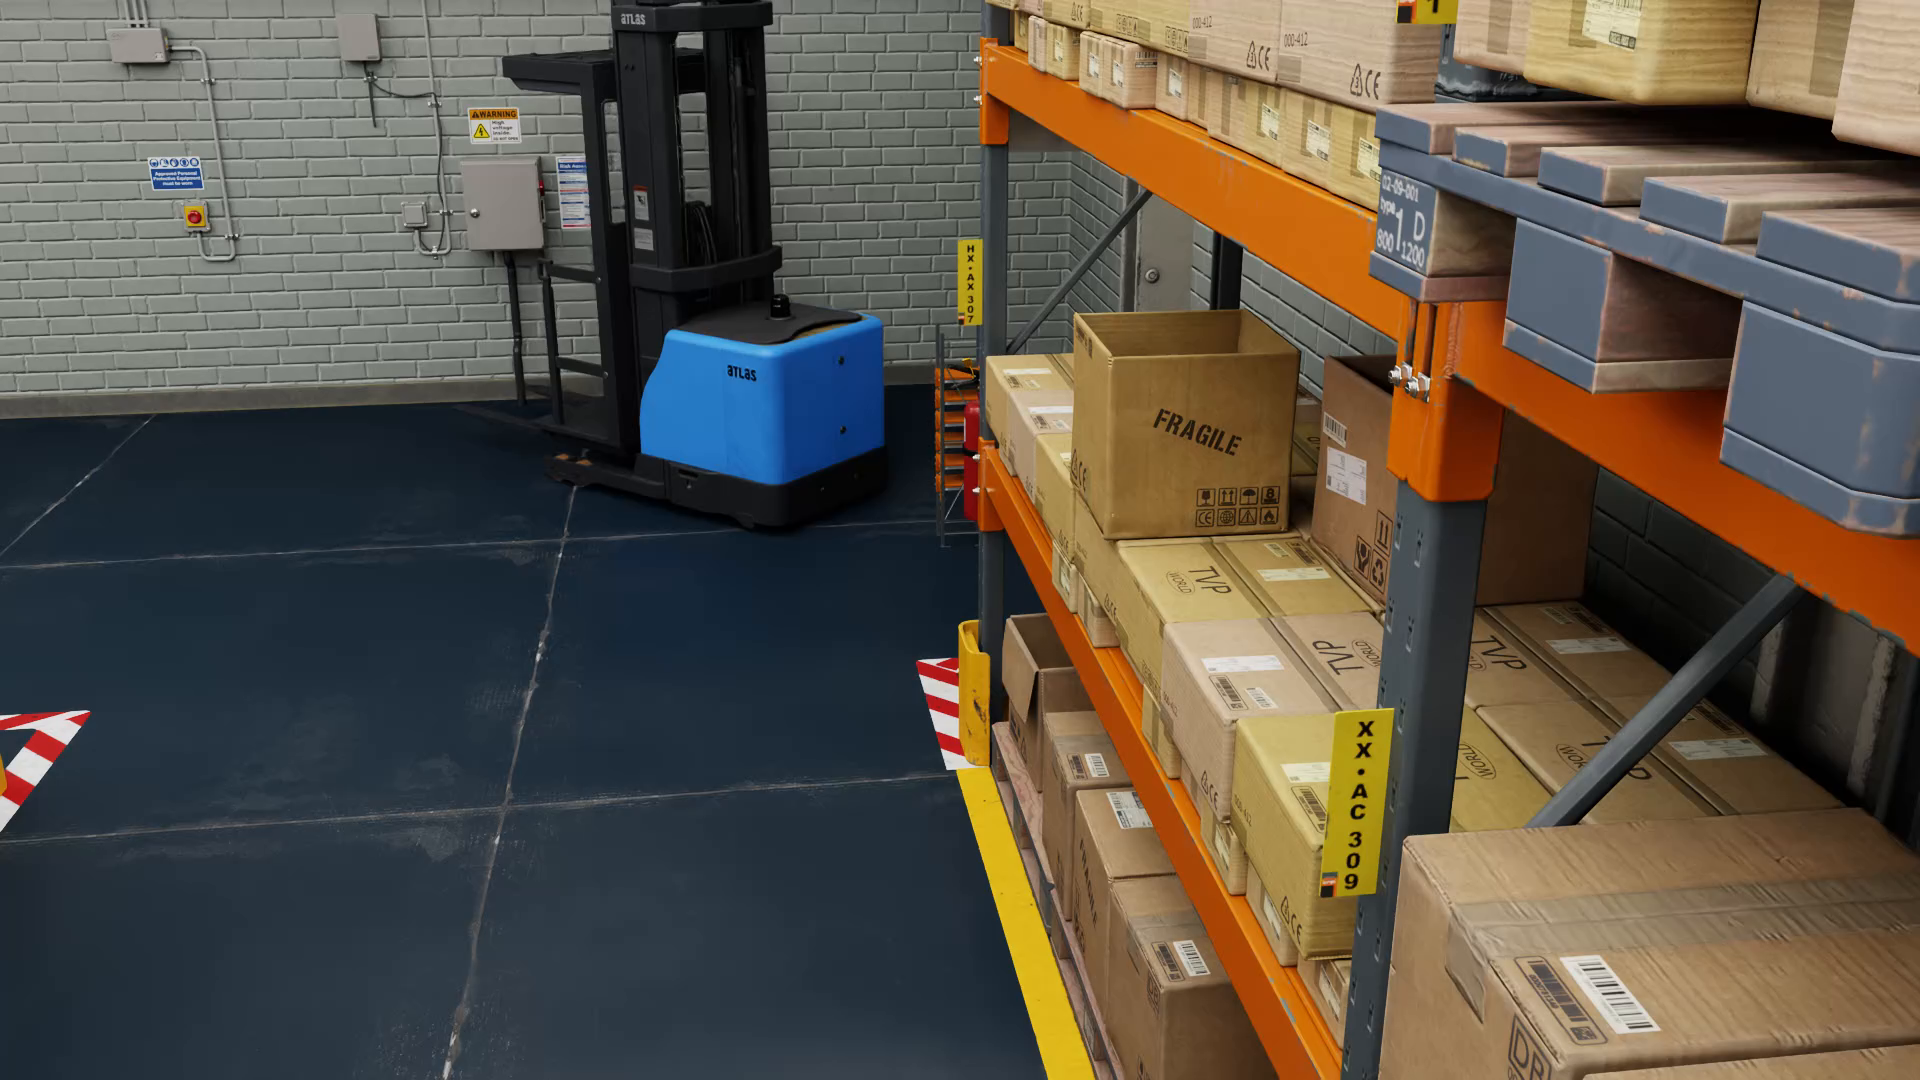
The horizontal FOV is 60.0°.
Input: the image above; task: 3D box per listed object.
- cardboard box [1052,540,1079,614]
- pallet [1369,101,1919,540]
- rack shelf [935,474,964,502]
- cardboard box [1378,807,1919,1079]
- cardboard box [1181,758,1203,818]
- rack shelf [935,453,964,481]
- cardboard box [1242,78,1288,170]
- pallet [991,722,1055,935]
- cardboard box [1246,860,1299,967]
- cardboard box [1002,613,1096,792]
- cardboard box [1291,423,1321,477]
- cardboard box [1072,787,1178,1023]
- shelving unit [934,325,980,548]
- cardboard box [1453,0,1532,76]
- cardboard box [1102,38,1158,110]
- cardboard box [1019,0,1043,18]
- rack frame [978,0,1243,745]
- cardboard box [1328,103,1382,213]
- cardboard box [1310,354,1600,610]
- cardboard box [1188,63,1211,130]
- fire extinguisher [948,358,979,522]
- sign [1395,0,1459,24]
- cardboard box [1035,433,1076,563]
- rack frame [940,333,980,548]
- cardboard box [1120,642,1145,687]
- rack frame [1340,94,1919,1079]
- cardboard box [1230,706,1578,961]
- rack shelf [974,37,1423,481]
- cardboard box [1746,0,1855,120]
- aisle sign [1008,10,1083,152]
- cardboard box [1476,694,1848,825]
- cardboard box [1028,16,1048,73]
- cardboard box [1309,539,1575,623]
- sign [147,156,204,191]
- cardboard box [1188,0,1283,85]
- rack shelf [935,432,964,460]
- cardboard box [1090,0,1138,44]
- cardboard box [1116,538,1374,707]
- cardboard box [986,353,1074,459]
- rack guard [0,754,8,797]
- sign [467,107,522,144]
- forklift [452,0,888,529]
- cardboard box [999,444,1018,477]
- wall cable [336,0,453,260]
[{"bbox_3d":[0.491,0.097,5.030,0.380,0.149,0.250,-4,21,-9],"label":"cardboard box"},{"bbox_3d":[1.180,-0.300,1.714,1.213,0.211,1.003,-3,21,-8],"label":"pallet"},{"bbox_3d":[0.002,-0.291,9.092,0.258,0.103,0.180,-3,21,-8],"label":"rack shelf"},{"bbox_3d":[1.004,0.723,2.251,0.700,0.500,0.500,-2,21,-6],"label":"cardboard box"},{"bbox_3d":[0.728,0.538,3.849,0.380,0.149,0.250,-2,21,-6],"label":"cardboard box"},{"bbox_3d":[0.002,-0.403,9.050,0.258,0.103,0.180,-3,21,-8],"label":"rack shelf"},{"bbox_3d":[0.749,-0.788,3.110,0.380,0.149,0.250,-2,21,-6],"label":"cardboard box"},{"bbox_3d":[0.706,1.011,6.207,1.003,0.211,1.213,-3,21,-8],"label":"pallet"},{"bbox_3d":[0.801,0.719,3.364,0.380,0.149,0.250,-2,21,-6],"label":"cardboard box"},{"bbox_3d":[0.573,0.592,6.312,0.797,0.503,0.637,-4,21,-10],"label":"cardboard box"},{"bbox_3d":[1.048,-0.170,5.174,0.500,0.250,0.500,-2,21,-6],"label":"cardboard box"},{"bbox_3d":[0.635,1.079,5.011,0.500,0.500,0.500,-3,21,-7],"label":"cardboard box"},{"bbox_3d":[0.002,-0.557,8.993,0.258,1.200,0.189,-3,21,-8],"label":"shelving unit"},{"bbox_3d":[0.805,-0.620,1.918,0.380,0.149,0.250,-3,21,-7],"label":"cardboard box"},{"bbox_3d":[0.560,-1.141,4.056,0.380,0.149,0.250,-2,21,-7],"label":"cardboard box"},{"bbox_3d":[0.466,-1.729,5.061,0.500,0.250,0.500,-3,21,-7],"label":"cardboard box"},{"bbox_3d":[0.579,-0.597,6.528,1.000,3.000,0.127,-3,21,-8],"label":"rack frame"},{"bbox_3d":[0.811,-0.610,2.633,0.380,0.149,0.250,-3,21,-8],"label":"cardboard box"},{"bbox_3d":[1.204,-0.162,4.080,0.500,0.500,0.500,-3,21,-9],"label":"cardboard box"},{"bbox_3d":[0.709,-0.967,3.591,0.380,0.149,0.250,-2,21,-6],"label":"cardboard box"},{"bbox_3d":[0.100,-0.414,6.681,0.296,0.674,0.183,-3,21,-8],"label":"fire extinguisher"},{"bbox_3d":[0.620,-0.830,2.125,0.100,0.325,0.005,-3,21,-8],"label":"sign"},{"bbox_3d":[0.527,-0.146,5.109,0.500,0.250,0.500,-3,21,-9],"label":"cardboard box"},{"bbox_3d":[0.015,-0.525,8.908,0.240,1.200,0.006,-3,21,-8],"label":"rack frame"},{"bbox_3d":[0.655,0.272,4.559,0.380,0.149,0.250,-3,21,-8],"label":"cardboard box"},{"bbox_3d":[1.155,0.788,2.820,1.000,3.000,0.127,-3,21,-8],"label":"rack frame"},{"bbox_3d":[0.841,0.554,3.234,0.500,0.250,0.500,-2,21,-6],"label":"cardboard box"},{"bbox_3d":[0.867,-0.973,4.275,1.077,0.370,4.000,-3,21,-8],"label":"rack shelf"},{"bbox_3d":[0.941,-0.446,1.452,0.380,0.149,0.250,-3,21,-7],"label":"cardboard box"},{"bbox_3d":[0.278,-1.824,6.097,0.394,0.787,0.004,-3,21,-8],"label":"aisle sign"},{"bbox_3d":[1.351,0.533,3.290,0.500,0.250,0.500,-3,21,-8],"label":"cardboard box"},{"bbox_3d":[0.413,-1.492,4.996,0.380,0.149,0.250,-2,21,-7],"label":"cardboard box"},{"bbox_3d":[1.200,0.181,4.233,0.500,0.250,0.500,-2,21,-7],"label":"cardboard box"},{"bbox_3d":[-5.225,-2.442,11.082,0.327,0.218,0.001,-3,21,-8],"label":"sign"},{"bbox_3d":[0.753,-1.021,3.164,0.500,0.250,0.500,-4,21,-10],"label":"cardboard box"},{"bbox_3d":[0.002,-0.515,9.008,0.258,0.103,0.180,-3,21,-8],"label":"rack shelf"},{"bbox_3d":[0.625,-1.374,4.109,0.500,0.250,0.500,-3,21,-9],"label":"cardboard box"},{"bbox_3d":[0.695,0.208,4.160,0.500,0.250,0.500,-3,21,-8],"label":"cardboard box"},{"bbox_3d":[0.378,-0.496,6.046,0.500,0.250,0.500,-3,21,-7],"label":"cardboard box"},{"bbox_3d":[-4.336,0.817,6.314,1.175,0.500,0.348,-3,21,-8],"label":"rack guard"},{"bbox_3d":[-3.153,-2.808,11.267,0.339,0.242,0.001,-3,21,-8],"label":"sign"},{"bbox_3d":[-1.921,-1.824,9.911,3.031,2.935,1.130,14,25,33],"label":"forklift"},{"bbox_3d":[0.355,-0.352,6.231,0.380,0.149,0.250,-3,21,-8],"label":"cardboard box"},{"bbox_3d":[-3.767,-2.848,11.103,0.588,1.984,0.122,-3,21,-8],"label":"wall cable"}]
